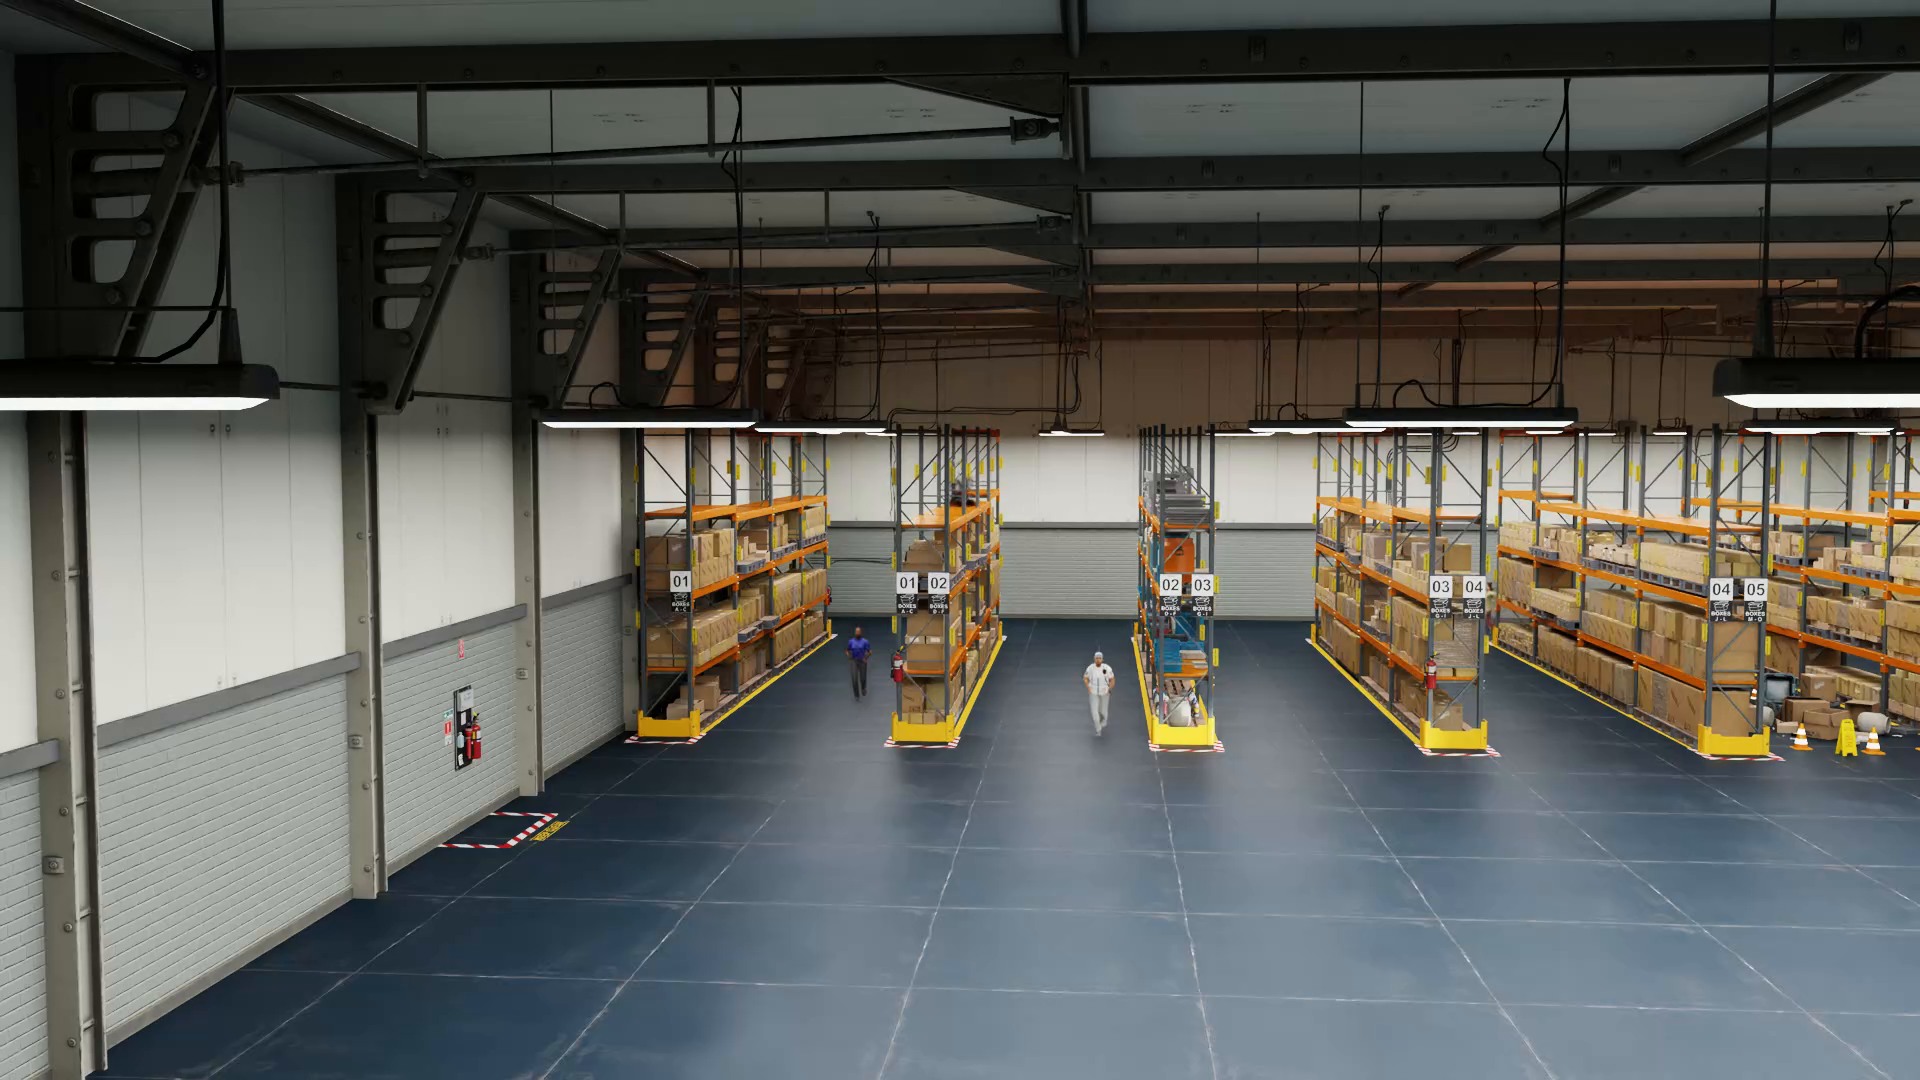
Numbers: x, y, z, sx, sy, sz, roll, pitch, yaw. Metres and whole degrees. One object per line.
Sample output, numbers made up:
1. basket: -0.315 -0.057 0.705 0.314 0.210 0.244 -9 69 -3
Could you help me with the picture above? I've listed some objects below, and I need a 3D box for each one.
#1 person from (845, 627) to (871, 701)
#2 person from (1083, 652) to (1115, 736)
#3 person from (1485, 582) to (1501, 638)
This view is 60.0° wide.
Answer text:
1. person: -2.231 2.704 36.380 0.574 1.602 0.586 0 3 2
2. person: 2.689 2.972 32.207 0.606 1.636 0.582 1 4 9
3. person: 14.920 2.006 47.140 0.974 1.639 0.607 0 3 -1
